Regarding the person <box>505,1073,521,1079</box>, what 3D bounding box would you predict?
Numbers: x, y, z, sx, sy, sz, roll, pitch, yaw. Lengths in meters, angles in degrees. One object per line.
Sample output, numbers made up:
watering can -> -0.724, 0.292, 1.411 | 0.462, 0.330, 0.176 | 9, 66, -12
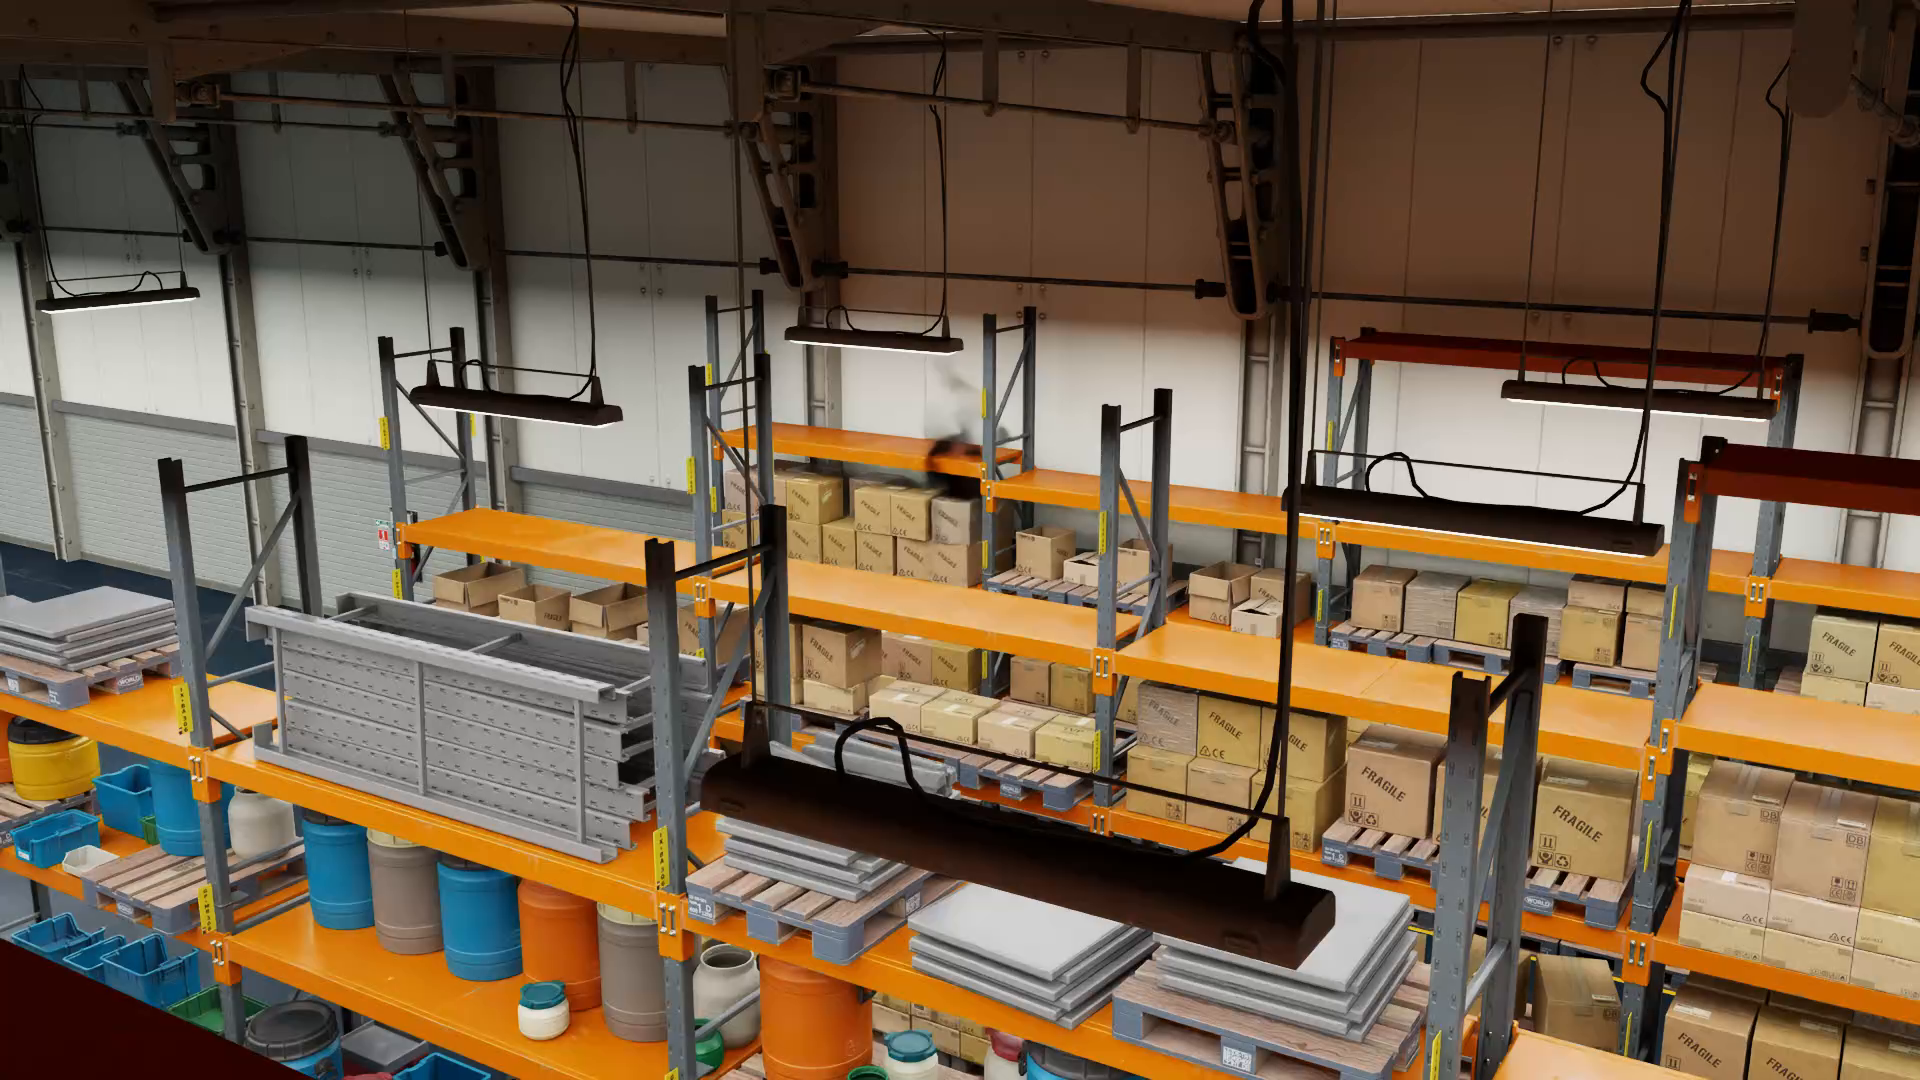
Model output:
person -> -3.619, 3.935, 13.738 | 0.672, 1.754, 0.707 | 8, 16, 28
